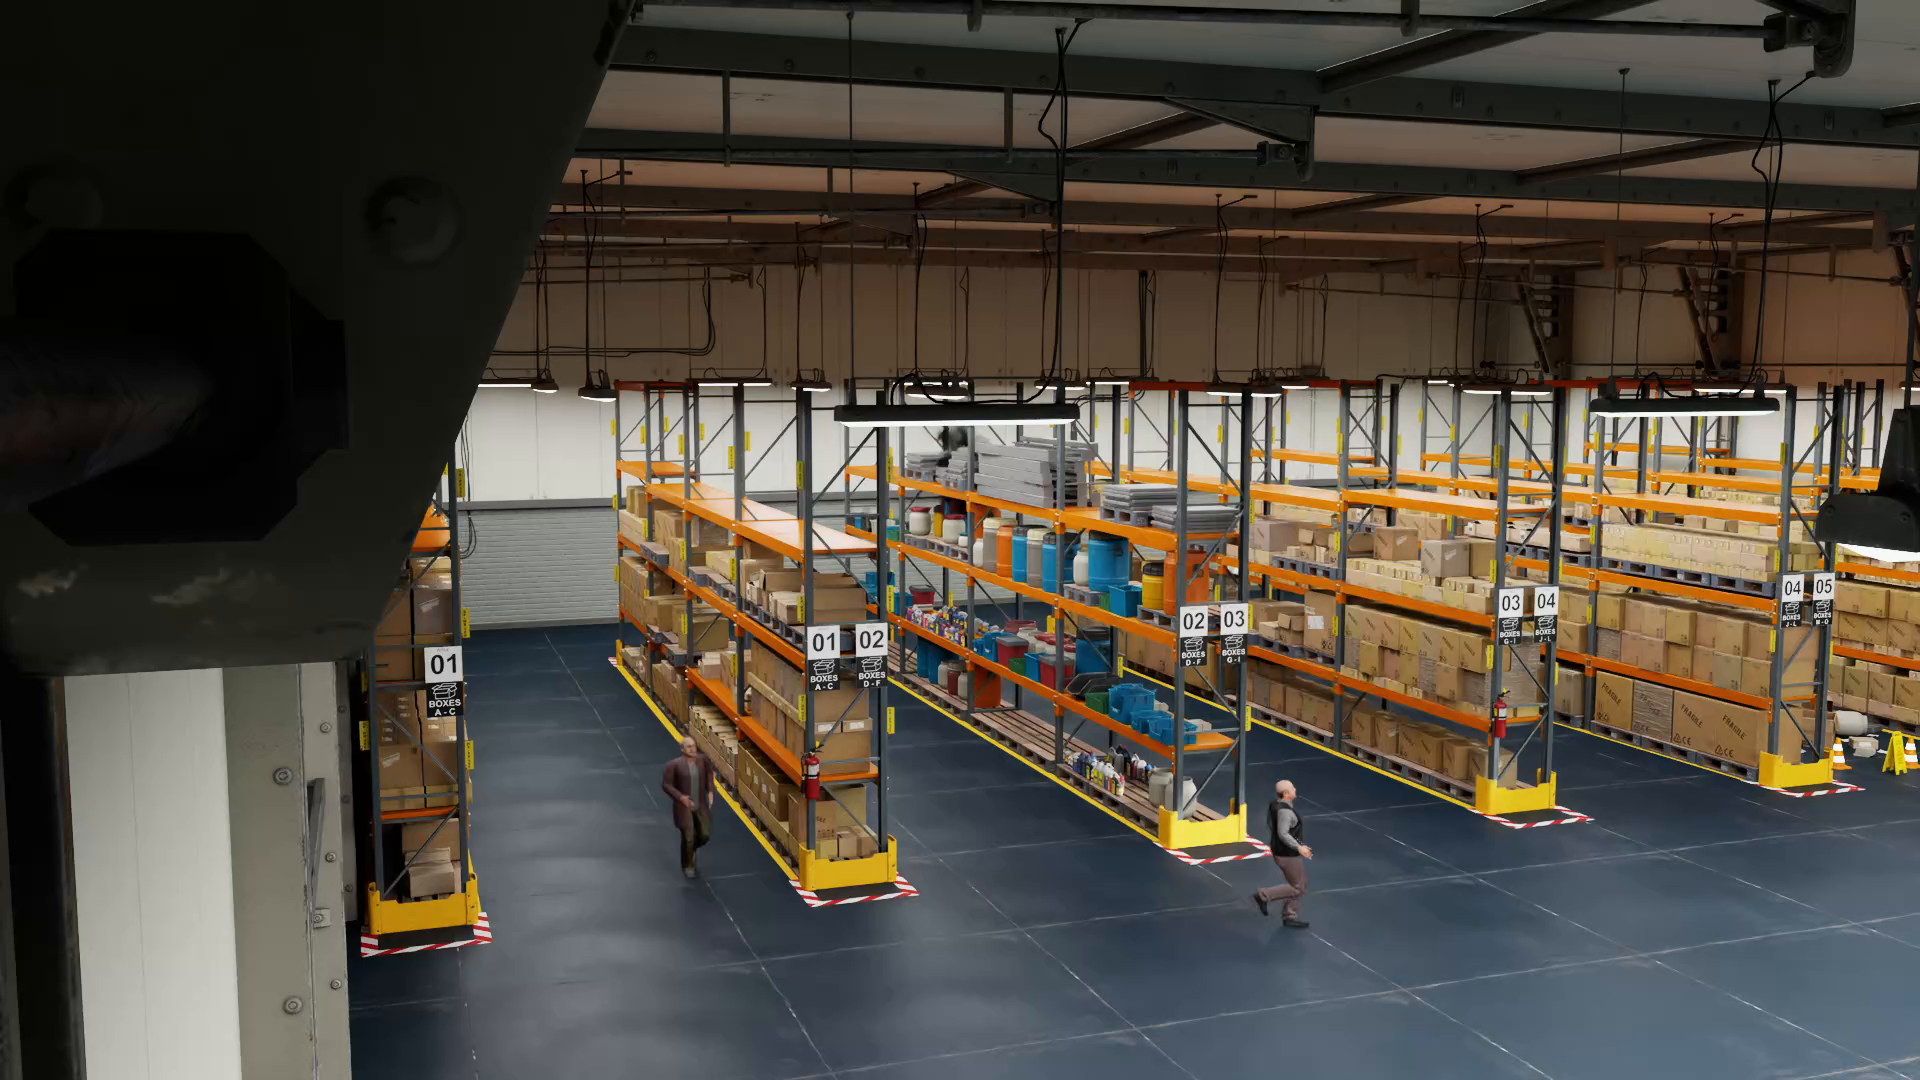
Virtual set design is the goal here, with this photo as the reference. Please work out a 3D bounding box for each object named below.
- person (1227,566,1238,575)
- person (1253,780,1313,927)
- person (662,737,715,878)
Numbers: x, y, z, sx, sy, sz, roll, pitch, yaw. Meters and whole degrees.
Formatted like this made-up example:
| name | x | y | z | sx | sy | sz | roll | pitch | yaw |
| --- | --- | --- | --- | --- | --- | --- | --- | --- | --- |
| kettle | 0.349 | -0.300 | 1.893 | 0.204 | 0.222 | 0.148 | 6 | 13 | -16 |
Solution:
| name | x | y | z | sx | sy | sz | roll | pitch | yaw |
| --- | --- | --- | --- | --- | --- | --- | --- | --- | --- |
| person | 6.711 | 1.136 | 41.014 | 0.539 | 1.721 | 0.750 | -4 | 7 | -33 |
| person | 3.623 | 3.527 | 18.709 | 0.660 | 1.686 | 0.670 | 0 | 6 | 0 |
| person | -3.331 | 3.296 | 20.594 | 0.744 | 1.742 | 0.655 | -4 | 7 | -34 |
